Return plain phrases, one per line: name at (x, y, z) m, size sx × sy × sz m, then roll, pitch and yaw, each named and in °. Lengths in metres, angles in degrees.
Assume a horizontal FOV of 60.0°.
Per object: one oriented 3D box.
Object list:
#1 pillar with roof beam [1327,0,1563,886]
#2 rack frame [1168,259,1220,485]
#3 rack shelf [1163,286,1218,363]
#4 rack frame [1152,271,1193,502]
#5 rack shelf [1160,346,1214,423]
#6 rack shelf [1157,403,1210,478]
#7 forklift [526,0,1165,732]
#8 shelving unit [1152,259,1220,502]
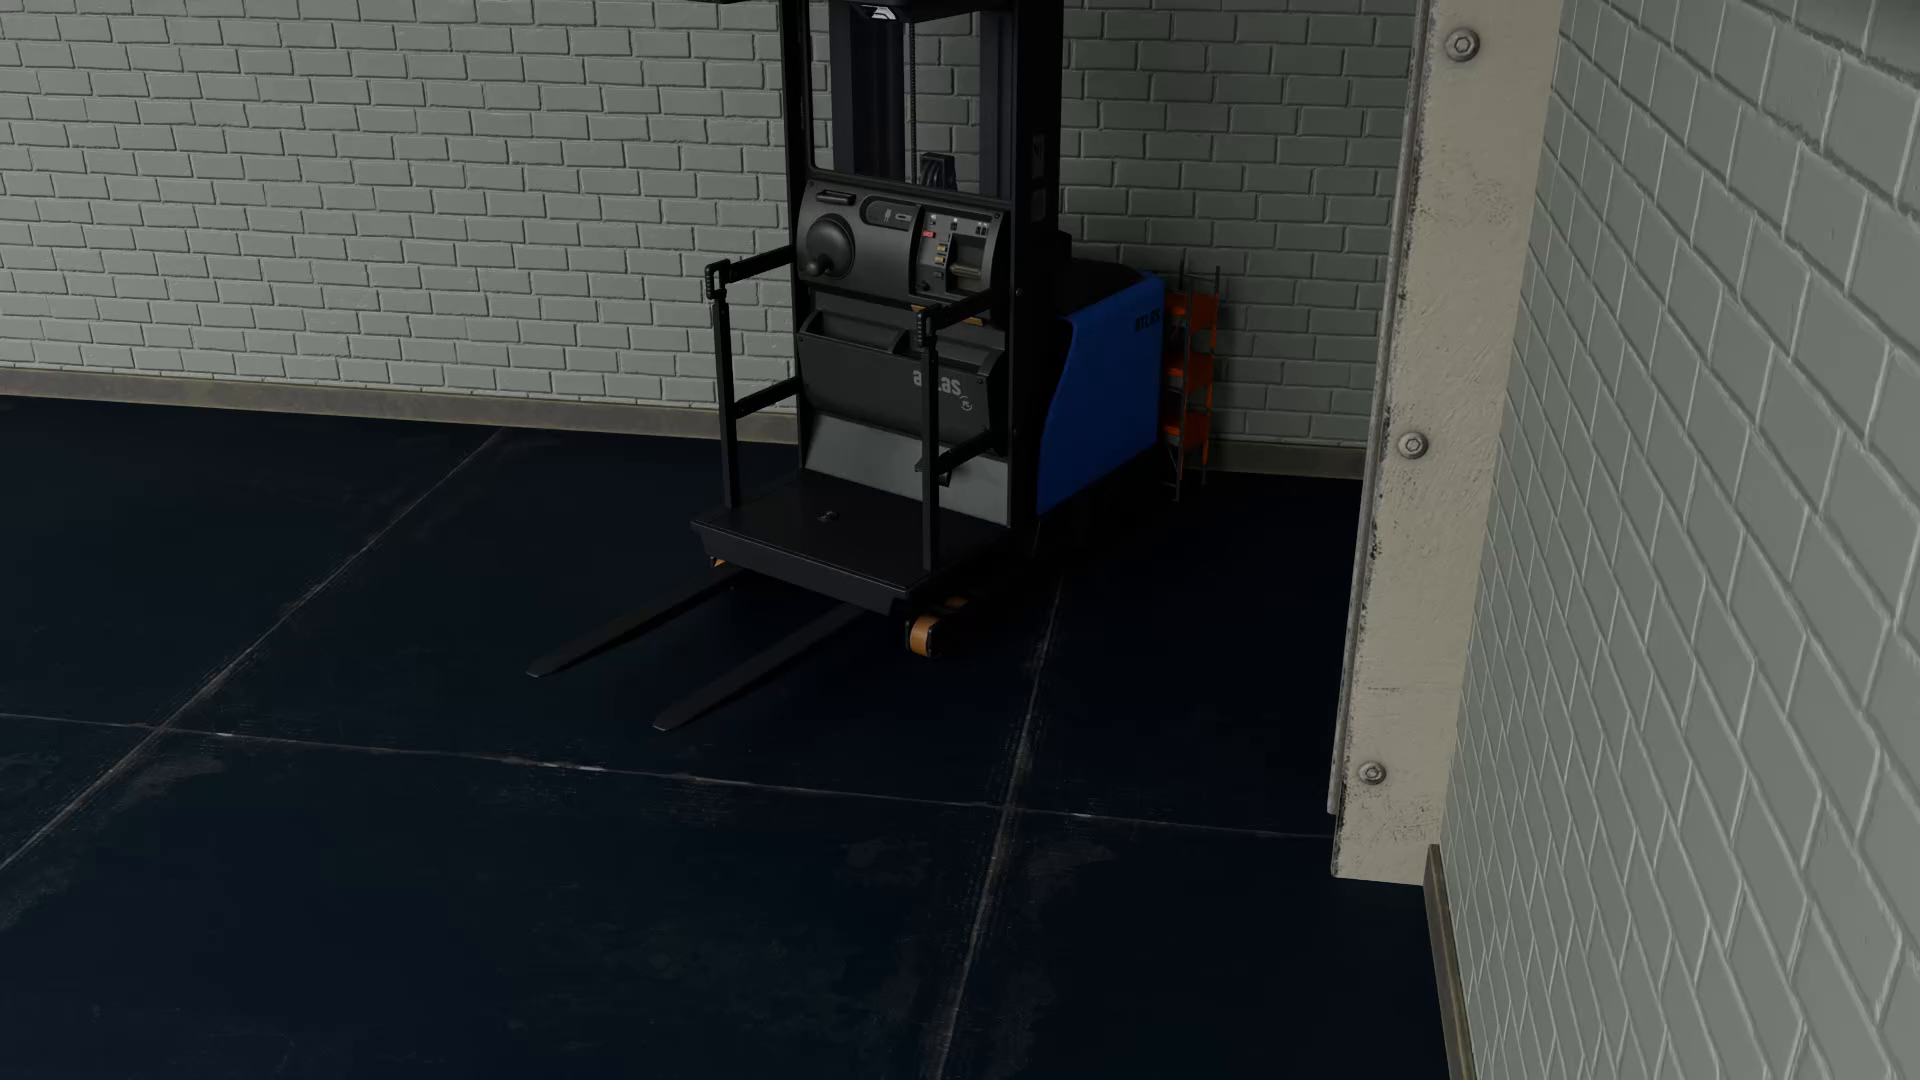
pillar with roof beam at (-2.931, -3.422, 3.946) m, size 9.100 × 9.000 × 0.400 m, roll 4°, pitch 25°, yaw 9°
rack frame at (1.070, -0.760, 7.635) m, size 0.200 × 1.050 × 0.008 m, roll 18°, pitch 30°, yaw 33°
rack shelf at (0.997, -0.966, 7.430) m, size 0.215 × 0.259 × 0.240 m, roll 18°, pitch 30°, yaw 33°
rack frame at (0.924, -0.677, 7.458) m, size 0.200 × 1.050 × 0.008 m, roll 18°, pitch 30°, yaw 33°
rack shelf at (0.997, -0.709, 7.551) m, size 0.215 × 0.259 × 0.240 m, roll 18°, pitch 30°, yaw 33°
rack shelf at (0.997, -0.457, 7.669) m, size 0.215 × 0.259 × 0.240 m, roll 18°, pitch 30°, yaw 33°
forklift at (-0.359, -1.112, 6.168) m, size 1.130 × 2.935 × 3.031 m, roll 17°, pitch 30°, yaw 31°
shelving unit at (0.997, -0.718, 7.546) m, size 0.215 × 1.050 × 0.252 m, roll 18°, pitch 30°, yaw 33°
